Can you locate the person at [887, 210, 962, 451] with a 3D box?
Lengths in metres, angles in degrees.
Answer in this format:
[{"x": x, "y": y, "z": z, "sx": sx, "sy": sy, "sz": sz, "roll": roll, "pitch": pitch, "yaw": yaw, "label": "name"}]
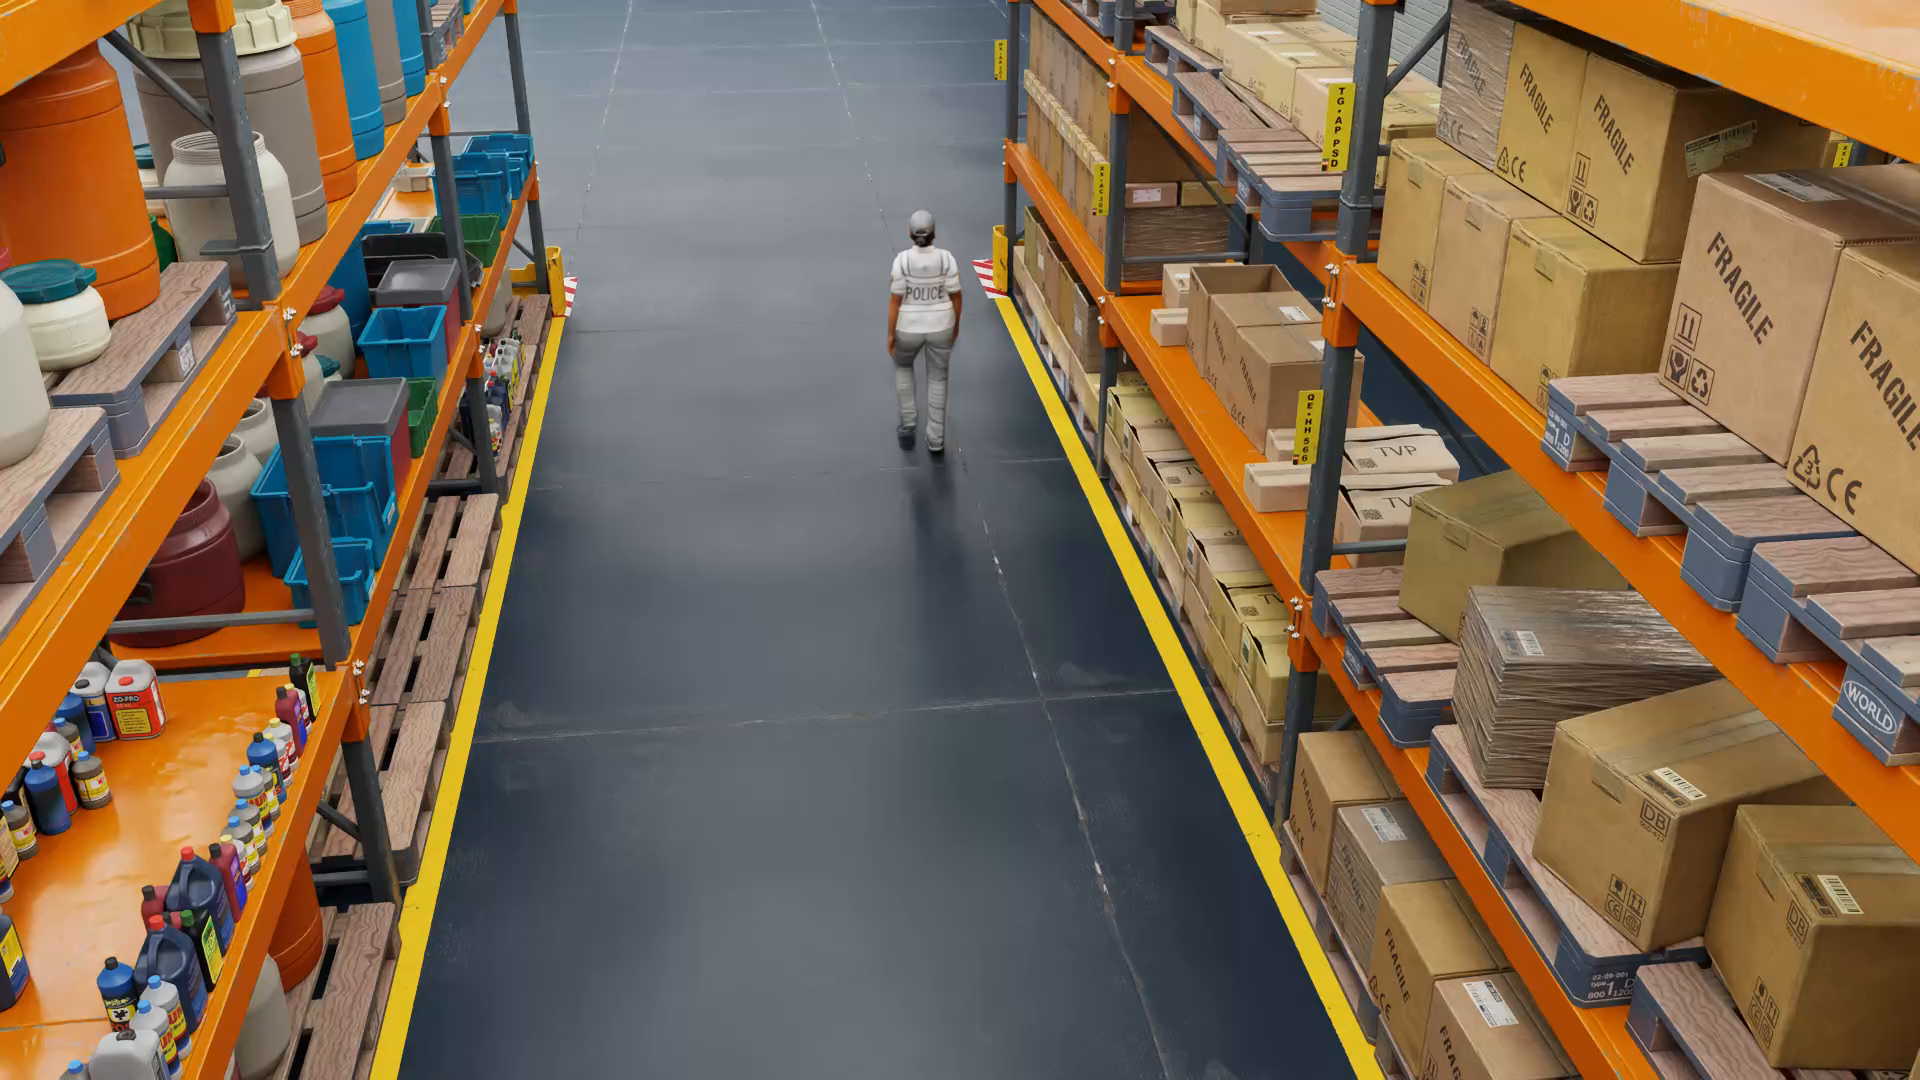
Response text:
[{"x": -0.243, "y": -1.418, "z": 11.404, "sx": 0.512, "sy": 1.733, "sz": 0.603, "roll": -1, "pitch": 27, "yaw": -2, "label": "person"}]
